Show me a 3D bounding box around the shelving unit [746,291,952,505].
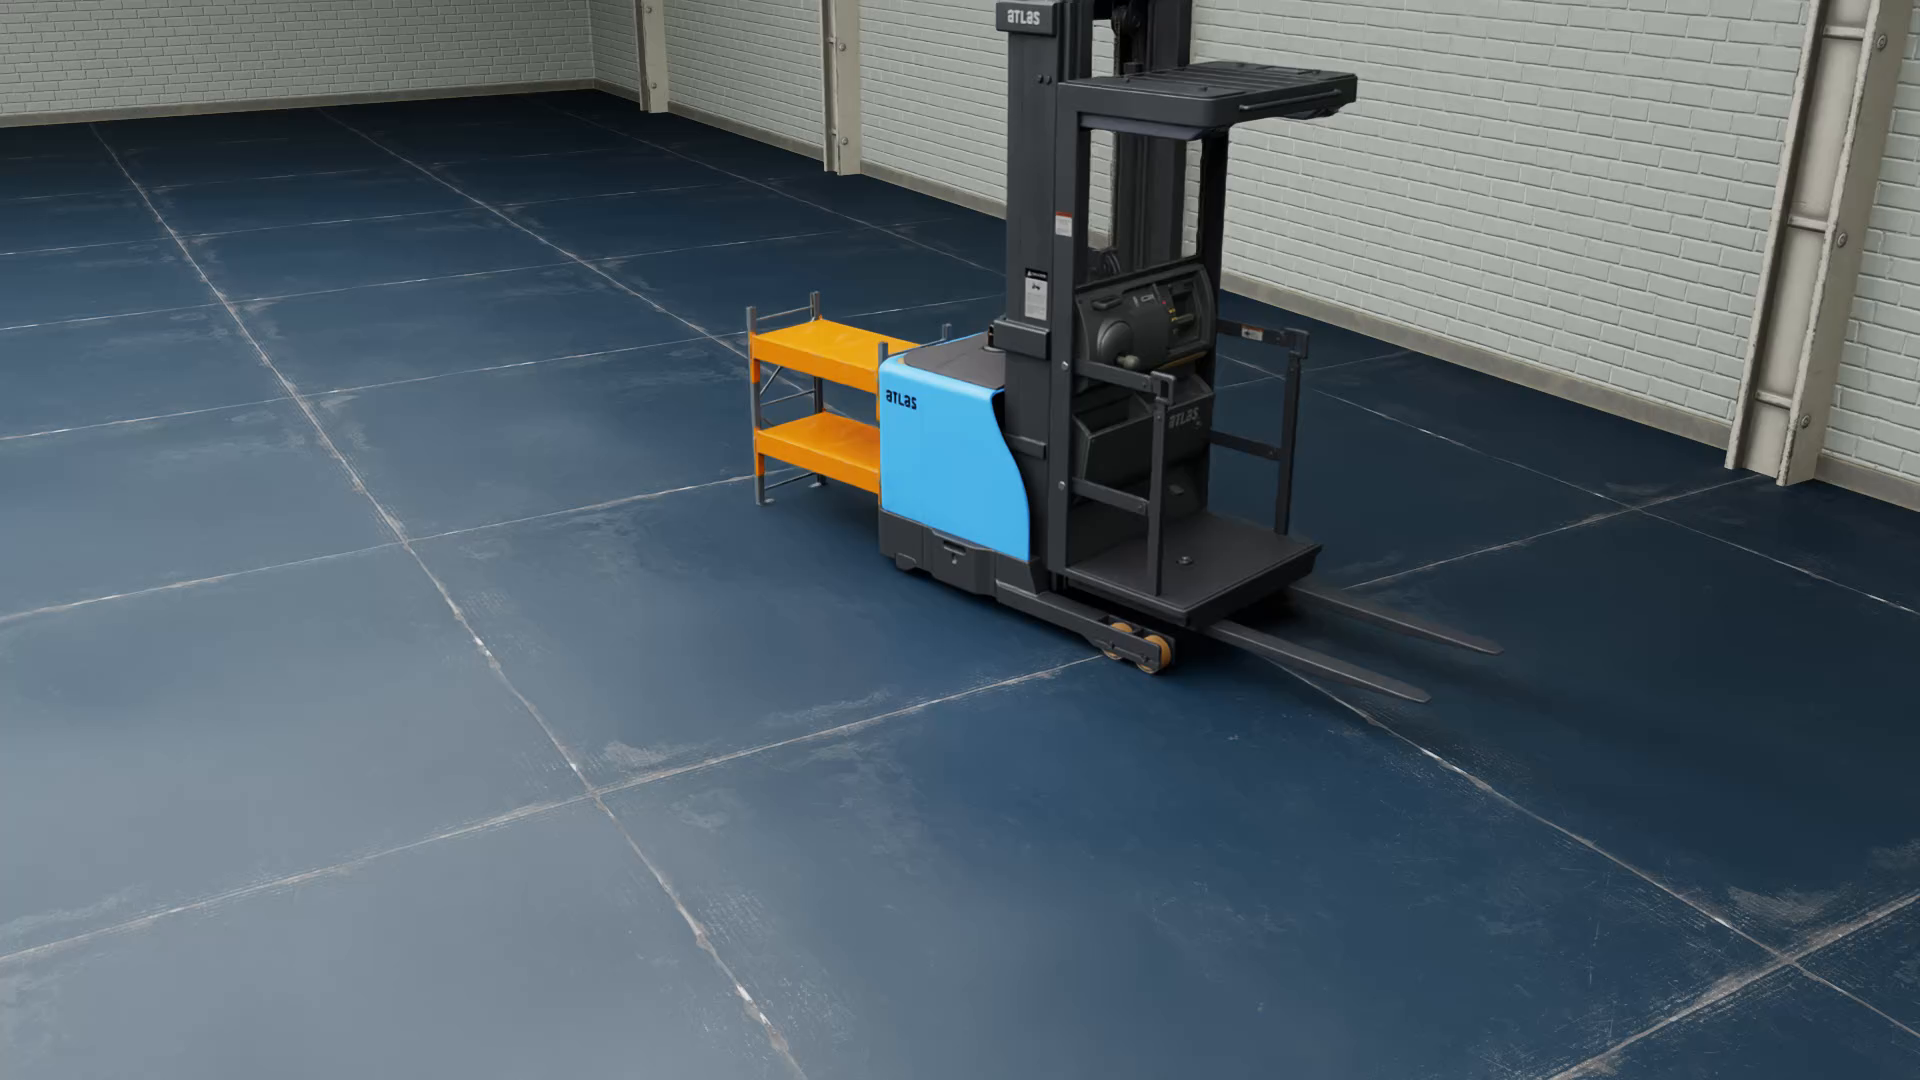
[{"bbox_3d":[-0.592,-0.654,8.926,1.048,1.125,0.538,20,29,40],"label":"shelving unit"}]

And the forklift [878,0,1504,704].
[{"bbox_3d":[0.996,-0.989,7.352,3.031,2.935,1.130,20,29,40],"label":"forklift"}]

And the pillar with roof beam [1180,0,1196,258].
[{"bbox_3d":[-1.993,-5.684,10.845,9.100,9.000,0.400,-13,25,-28],"label":"pillar with roof beam"}]

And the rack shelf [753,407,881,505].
[{"bbox_3d":[-0.592,-0.427,9.018,1.000,0.278,0.538,20,29,40],"label":"rack shelf"}]

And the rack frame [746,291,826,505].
[{"bbox_3d":[-0.959,-0.786,9.251,0.032,1.125,0.500,20,29,40],"label":"rack frame"}]

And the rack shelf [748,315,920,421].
[{"bbox_3d":[-0.592,-0.925,8.816,1.000,0.278,0.538,20,29,40],"label":"rack shelf"}]

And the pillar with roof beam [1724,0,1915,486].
[{"bbox_3d":[1.072,-3.742,6.067,9.100,9.000,0.400,-13,25,-28],"label":"pillar with roof beam"}]

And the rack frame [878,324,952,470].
[{"bbox_3d":[-0.224,-0.522,8.601,0.032,1.125,0.500,20,29,40],"label":"rack frame"}]

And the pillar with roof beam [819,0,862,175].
[{"bbox_3d":[-5.058,-7.626,15.624,9.100,9.000,0.400,-13,25,-28],"label":"pillar with roof beam"}]

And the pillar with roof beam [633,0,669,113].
[{"bbox_3d":[-8.123,-9.569,20.402,9.100,9.000,0.400,-13,25,-28],"label":"pillar with roof beam"}]
